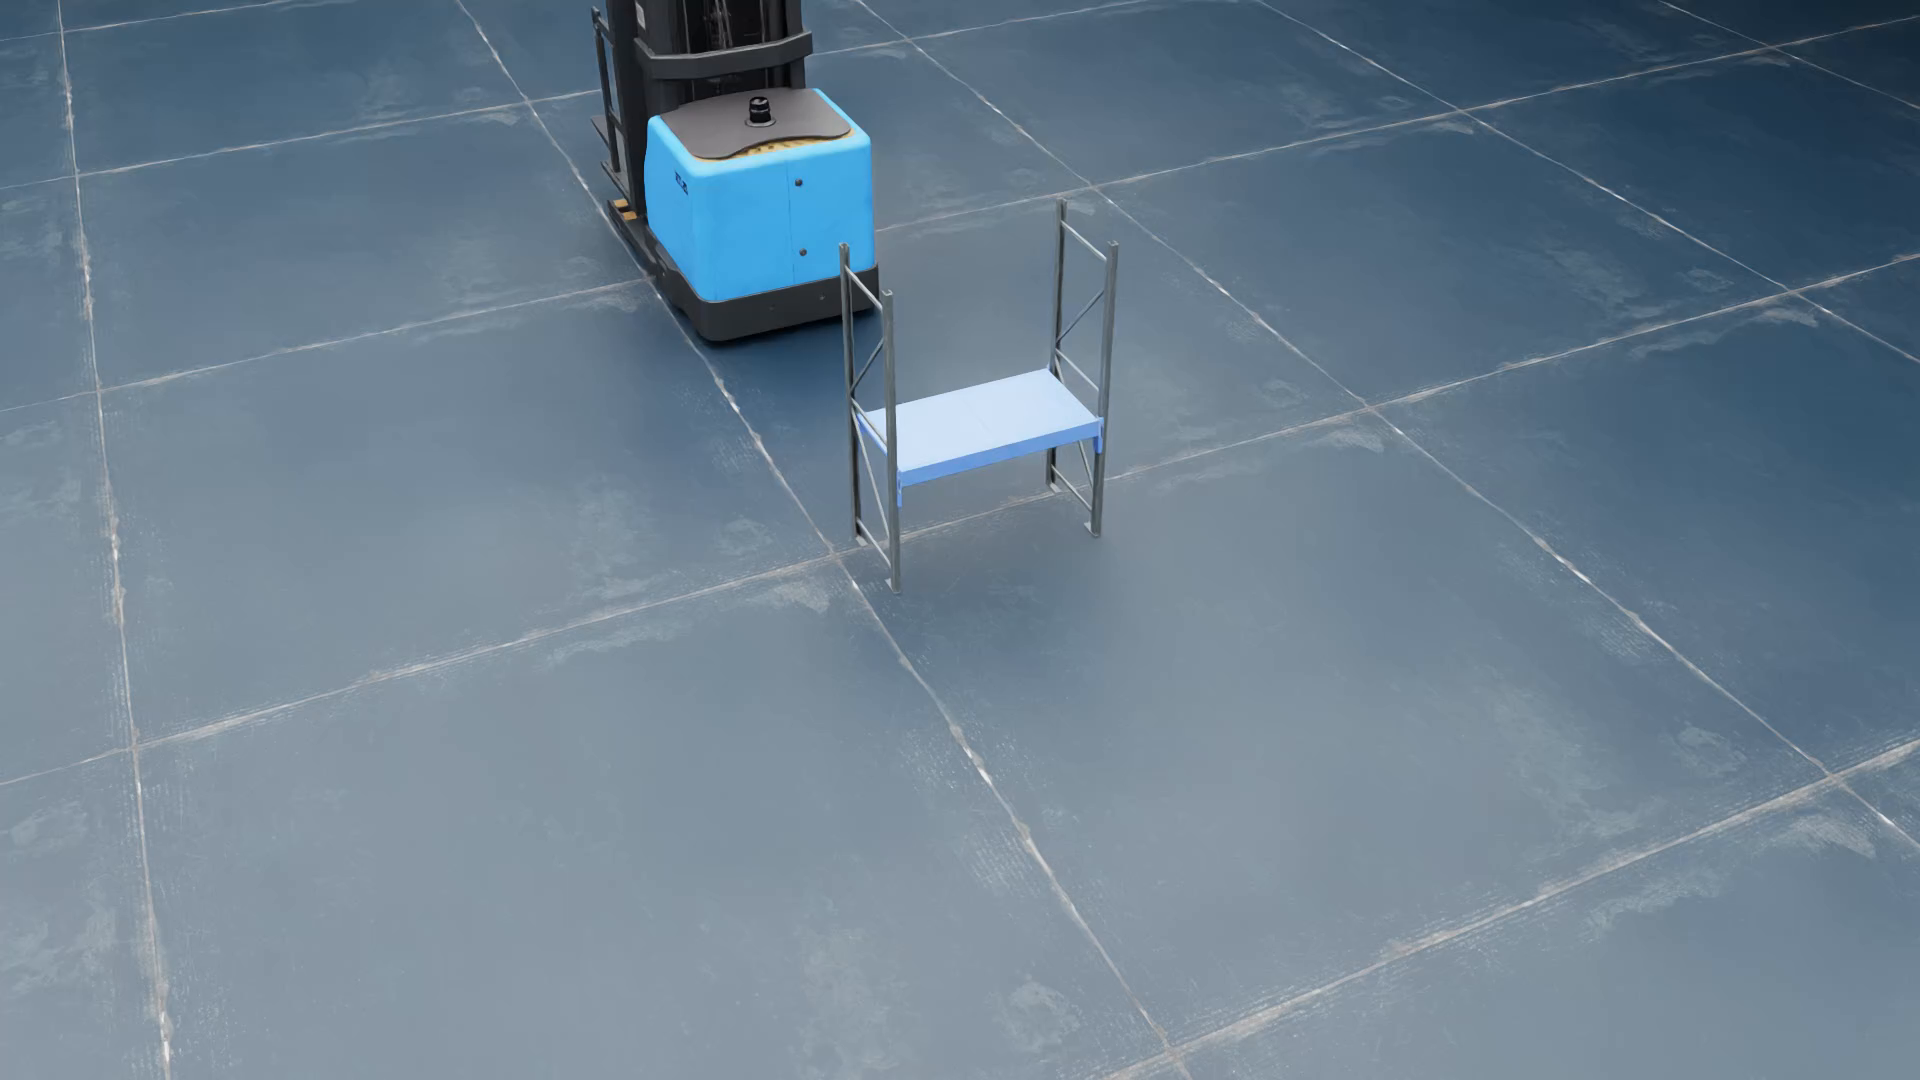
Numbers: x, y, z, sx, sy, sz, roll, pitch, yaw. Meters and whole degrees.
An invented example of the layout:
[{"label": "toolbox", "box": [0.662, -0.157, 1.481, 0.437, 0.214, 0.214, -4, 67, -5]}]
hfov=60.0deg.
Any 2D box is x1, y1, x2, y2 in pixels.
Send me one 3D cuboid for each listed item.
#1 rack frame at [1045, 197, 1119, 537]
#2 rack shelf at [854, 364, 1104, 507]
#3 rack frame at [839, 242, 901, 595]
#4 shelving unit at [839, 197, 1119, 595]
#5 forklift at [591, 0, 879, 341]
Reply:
[{"label": "rack frame", "box": [0.537, -0.753, 7.506, 0.032, 1.500, 0.500, -16, 39, -20]}, {"label": "rack shelf", "box": [0.077, -0.480, 7.439, 1.000, 0.185, 0.538, -16, 39, -20]}, {"label": "rack frame", "box": [-0.383, -0.495, 7.159, 0.032, 1.500, 0.500, -16, 39, -20]}, {"label": "shelving unit", "box": [0.077, -0.624, 7.332, 1.048, 1.500, 0.538, -16, 39, -20]}, {"label": "forklift", "box": [-1.545, -3.135, 9.516, 1.130, 2.935, 3.031, -16, 39, -20]}]
